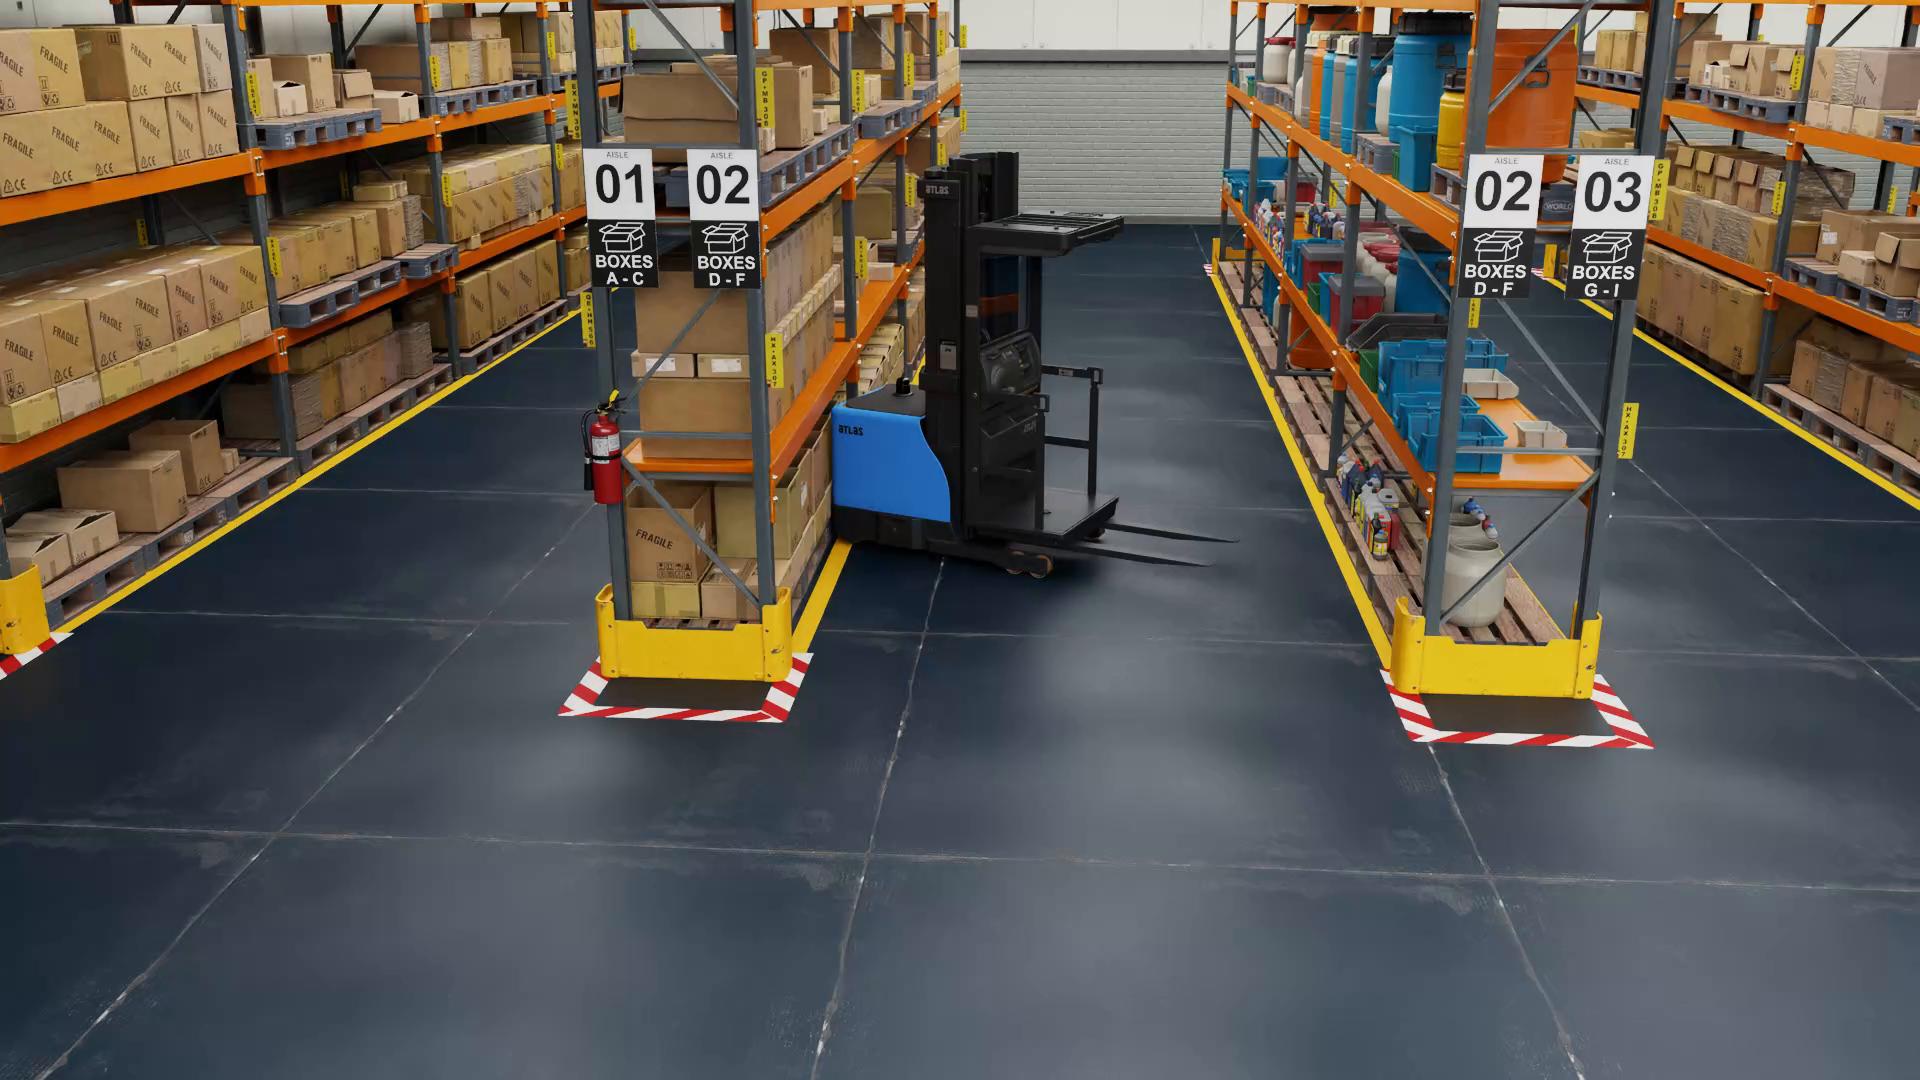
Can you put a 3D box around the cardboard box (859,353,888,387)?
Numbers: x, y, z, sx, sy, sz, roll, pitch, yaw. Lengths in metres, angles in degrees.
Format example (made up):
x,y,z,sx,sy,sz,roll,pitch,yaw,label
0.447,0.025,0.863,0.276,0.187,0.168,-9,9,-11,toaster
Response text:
x,y,z,sx,sy,sz,roll,pitch,yaw,label
-0.975,-1.625,15.906,0.500,0.311,0.500,2,18,5,cardboard box

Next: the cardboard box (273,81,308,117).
x,y,z,sx,sy,sz,roll,pitch,yaw,label
-6.140,-3.917,14.710,0.500,0.311,0.500,2,18,6,cardboard box

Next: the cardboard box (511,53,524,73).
x,y,z,sx,sy,sz,roll,pitch,yaw,label
-5.914,-6.278,21.855,0.500,0.250,0.500,1,18,4,cardboard box

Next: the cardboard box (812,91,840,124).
x,y,z,sx,sy,sz,roll,pitch,yaw,label
-1.308,-3.610,13.873,0.500,0.250,0.500,3,18,10,cardboard box

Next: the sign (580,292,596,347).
x,y,z,sx,sy,sz,roll,pitch,yaw,label
-2.189,-1.302,9.840,0.100,0.325,0.005,1,18,4,sign

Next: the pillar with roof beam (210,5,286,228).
x,y,z,sx,sy,sz,roll,pitch,yaw,label
-2.678,-5.587,15.523,9.100,9.000,0.400,1,18,4,pillar with roof beam

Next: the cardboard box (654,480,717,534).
x,y,z,sx,sy,sz,roll,pitch,yaw,label
-1.850,-0.356,11.731,0.500,0.500,0.500,1,18,4,cardboard box

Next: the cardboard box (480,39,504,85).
x,y,z,sx,sy,sz,roll,pitch,yaw,label
-5.877,-5.696,19.805,0.700,0.500,0.500,1,18,3,cardboard box

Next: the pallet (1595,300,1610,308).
x,y,z,sx,sy,sz,roll,pitch,yaw,label
9.310,-3.417,23.012,1.003,0.211,1.213,1,18,4,pallet

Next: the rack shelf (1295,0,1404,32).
x,y,z,sx,sy,sz,roll,pitch,yaw,label
3.722,-4.694,14.593,1.077,0.370,4.000,1,18,4,rack shelf

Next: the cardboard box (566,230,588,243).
x,y,z,sx,sy,sz,roll,pitch,yaw,label
-5.330,-4.274,23.447,0.380,0.149,0.250,1,18,2,cardboard box

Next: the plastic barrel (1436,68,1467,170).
x,y,z,sx,sy,sz,roll,pitch,yaw,label
3.247,-2.583,10.194,0.600,0.588,0.600,0,18,0,plastic barrel

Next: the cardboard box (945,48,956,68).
x,y,z,sx,sy,sz,roll,pitch,yaw,label
-0.320,-6.863,23.673,0.500,0.250,0.500,1,18,4,cardboard box

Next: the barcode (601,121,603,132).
x,y,z,sx,sy,sz,roll,pitch,yaw,label
-2.108,-2.429,9.769,0.001,0.075,0.075,1,18,4,barcode

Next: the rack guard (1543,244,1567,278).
x,y,z,sx,sy,sz,roll,pitch,yaw,label
9.381,-4.190,24.906,1.175,0.500,0.348,1,18,4,rack guard

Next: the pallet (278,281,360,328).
x,y,z,sx,sy,sz,roll,pitch,yaw,label
-6.103,-2.118,14.877,1.003,0.211,1.213,1,18,4,pallet

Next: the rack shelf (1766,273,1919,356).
x,y,z,sx,sy,sz,roll,pitch,yaw,label
8.662,-1.922,15.128,1.077,0.370,4.000,1,18,4,rack shelf

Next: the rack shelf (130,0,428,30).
x,y,z,sx,sy,sz,roll,pitch,yaw,label
-6.160,-4.915,15.268,1.077,0.370,4.000,1,18,4,rack shelf

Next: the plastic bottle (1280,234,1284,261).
x,y,z,sx,sy,sz,roll,pitch,yaw,label
3.485,-3.147,17.898,0.061,0.283,0.133,1,18,4,plastic bottle

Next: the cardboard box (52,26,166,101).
x,y,z,sx,sy,sz,roll,pitch,yaw,label
-6.124,-3.438,11.982,0.500,0.500,0.500,1,18,2,cardboard box

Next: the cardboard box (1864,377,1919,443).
x,y,z,sx,sy,sz,roll,pitch,yaw,label
8.677,-1.176,15.002,0.700,0.500,0.500,0,18,-1,cardboard box

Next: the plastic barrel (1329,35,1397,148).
x,y,z,sx,sy,sz,roll,pitch,yaw,label
3.445,-3.783,14.029,0.600,0.901,0.600,0,18,0,plastic barrel

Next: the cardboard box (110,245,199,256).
x,y,z,sx,sy,sz,roll,pitch,yaw,label
-6.545,-2.128,13.605,0.500,0.500,0.500,1,18,3,cardboard box

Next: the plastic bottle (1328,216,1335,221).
x,y,z,sx,sy,sz,roll,pitch,yaw,label
4.358,-3.666,19.492,0.152,0.276,0.135,1,18,4,plastic bottle

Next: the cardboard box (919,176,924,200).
x,y,z,sx,sy,sz,roll,pitch,yaw,label
-0.480,-4.550,21.830,0.500,0.500,0.500,2,18,5,cardboard box

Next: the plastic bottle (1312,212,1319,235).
x,y,z,sx,sy,sz,roll,pitch,yaw,label
4.258,-3.774,19.831,0.097,0.271,0.097,0,18,0,plastic bottle

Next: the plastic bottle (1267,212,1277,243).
x,y,z,sx,sy,sz,roll,pitch,yaw,label
3.627,-3.610,19.202,0.144,0.351,0.185,1,18,4,plastic bottle

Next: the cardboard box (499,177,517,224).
x,y,z,sx,sy,sz,roll,pitch,yaw,label
-5.613,-4.039,19.762,0.500,0.500,0.500,2,18,5,cardboard box

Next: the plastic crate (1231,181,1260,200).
x,y,z,sx,sy,sz,roll,pitch,yaw,label
3.977,-4.858,23.104,0.416,0.233,0.300,1,18,4,plastic crate

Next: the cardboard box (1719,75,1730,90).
x,y,z,sx,sy,sz,roll,pitch,yaw,label
8.836,-5.174,18.808,0.380,0.149,0.250,1,18,2,cardboard box

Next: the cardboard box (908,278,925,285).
x,y,z,sx,sy,sz,roll,pitch,yaw,label
-0.618,-2.902,20.271,0.500,0.500,0.500,2,18,5,cardboard box

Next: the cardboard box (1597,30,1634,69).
x,y,z,sx,sy,sz,roll,pitch,yaw,label
9.235,-6.755,22.909,0.700,0.500,0.500,1,18,2,cardboard box

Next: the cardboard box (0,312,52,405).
x,y,z,sx,sy,sz,roll,pitch,yaw,label
-6.256,-1.169,10.677,0.500,0.500,0.500,1,18,4,cardboard box

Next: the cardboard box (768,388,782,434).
x,y,z,sx,sy,sz,roll,pitch,yaw,label
-1.569,-0.978,10.931,0.700,0.500,0.500,2,18,5,cardboard box

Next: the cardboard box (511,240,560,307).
x,y,z,sx,sy,sz,roll,pitch,yaw,label
-5.646,-3.433,21.360,0.750,0.750,0.750,1,18,5,cardboard box

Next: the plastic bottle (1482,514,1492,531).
x,y,z,sx,sy,sz,roll,pitch,yaw,label
3.767,-0.056,11.931,0.061,0.283,0.133,2,18,5,plastic bottle

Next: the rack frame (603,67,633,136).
x,y,z,sx,sy,sz,roll,pitch,yaw,label
-5.443,-5.702,25.507,1.000,3.000,0.127,1,18,4,rack frame

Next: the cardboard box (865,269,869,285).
x,y,z,sx,sy,sz,roll,pitch,yaw,label
-1.110,-2.591,16.416,0.380,0.149,0.250,3,18,8,cardboard box

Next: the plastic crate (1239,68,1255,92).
x,y,z,sx,sy,sz,roll,pitch,yaw,label
3.972,-6.168,22.303,0.437,0.282,0.530,1,18,4,plastic crate

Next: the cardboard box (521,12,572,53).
x,y,z,sx,sy,sz,roll,pitch,yaw,label
-5.399,-6.632,21.730,0.500,0.500,0.500,1,18,3,cardboard box

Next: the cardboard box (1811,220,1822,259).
x,y,z,sx,sy,sz,roll,pitch,yaw,label
9.112,-3.078,17.338,0.500,0.500,0.500,2,18,6,cardboard box

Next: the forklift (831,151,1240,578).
x,y,z,sx,sy,sz,roll,pitch,yaw,label
0.557,-1.305,12.198,3.031,2.935,1.130,9,20,25,forklift

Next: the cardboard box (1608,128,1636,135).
x,y,z,sx,sy,sz,roll,pitch,yaw,label
9.606,-5.639,23.875,0.500,0.500,0.500,2,18,5,cardboard box

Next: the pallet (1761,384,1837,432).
x,y,z,sx,sy,sz,roll,pitch,yaw,label
8.748,-1.318,16.605,1.003,0.211,1.213,1,18,4,pallet

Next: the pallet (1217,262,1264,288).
x,y,z,sx,sy,sz,roll,pitch,yaw,label
4.341,-3.900,24.487,1.003,0.211,1.213,1,18,4,pallet

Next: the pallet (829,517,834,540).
x,y,z,sx,sy,sz,roll,pitch,yaw,label
-1.461,-0.294,13.482,1.003,0.211,1.213,1,18,4,pallet

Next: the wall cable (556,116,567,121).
x,y,z,sx,sy,sz,roll,pitch,yaw,label
-6.294,-6.603,26.626,0.084,1.984,1.851,1,18,4,wall cable

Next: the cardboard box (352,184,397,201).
x,y,z,sx,sy,sz,roll,pitch,yaw,label
-6.019,-3.574,17.104,0.380,0.149,0.250,-2,18,-5,cardboard box

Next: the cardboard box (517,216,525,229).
x,y,z,sx,sy,sz,roll,pitch,yaw,label
-5.573,-3.922,20.447,0.380,0.149,0.250,1,18,4,cardboard box

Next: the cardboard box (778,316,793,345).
x,y,z,sx,sy,sz,roll,pitch,yaw,label
-1.333,-1.417,11.227,0.380,0.149,0.250,1,18,2,cardboard box

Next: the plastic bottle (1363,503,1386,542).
x,y,z,sx,sy,sz,roll,pitch,yaw,label
3.042,-0.127,12.161,0.152,0.276,0.135,1,18,2,plastic bottle

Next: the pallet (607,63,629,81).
x,y,z,sx,sy,sz,roll,pitch,yaw,label
-5.485,-6.854,24.349,1.003,0.211,1.213,1,18,4,pallet

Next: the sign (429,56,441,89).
x,y,z,sx,sy,sz,roll,pitch,yaw,label
-5.475,-4.875,17.337,0.100,0.325,0.005,1,18,4,sign

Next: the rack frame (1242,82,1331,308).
x,y,z,sx,sy,sz,roll,pitch,yaw,label
4.152,-4.238,21.040,1.000,3.000,0.127,1,18,4,rack frame

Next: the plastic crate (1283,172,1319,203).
x,y,z,sx,sy,sz,roll,pitch,yaw,label
4.466,-4.569,21.850,0.402,0.464,0.583,1,18,4,plastic crate

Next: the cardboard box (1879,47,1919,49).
x,y,z,sx,sy,sz,roll,pitch,yaw,label
9.021,-4.442,15.882,0.500,0.500,0.500,2,18,5,cardboard box

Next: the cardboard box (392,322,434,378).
x,y,z,sx,sy,sz,roll,pitch,yaw,label
-6.016,-2.014,17.559,0.700,0.500,0.500,2,18,5,cardboard box

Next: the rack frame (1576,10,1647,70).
x,y,z,sx,sy,sz,roll,pitch,yaw,label
9.379,-8.221,23.560,1.000,3.000,0.127,1,18,4,rack frame
